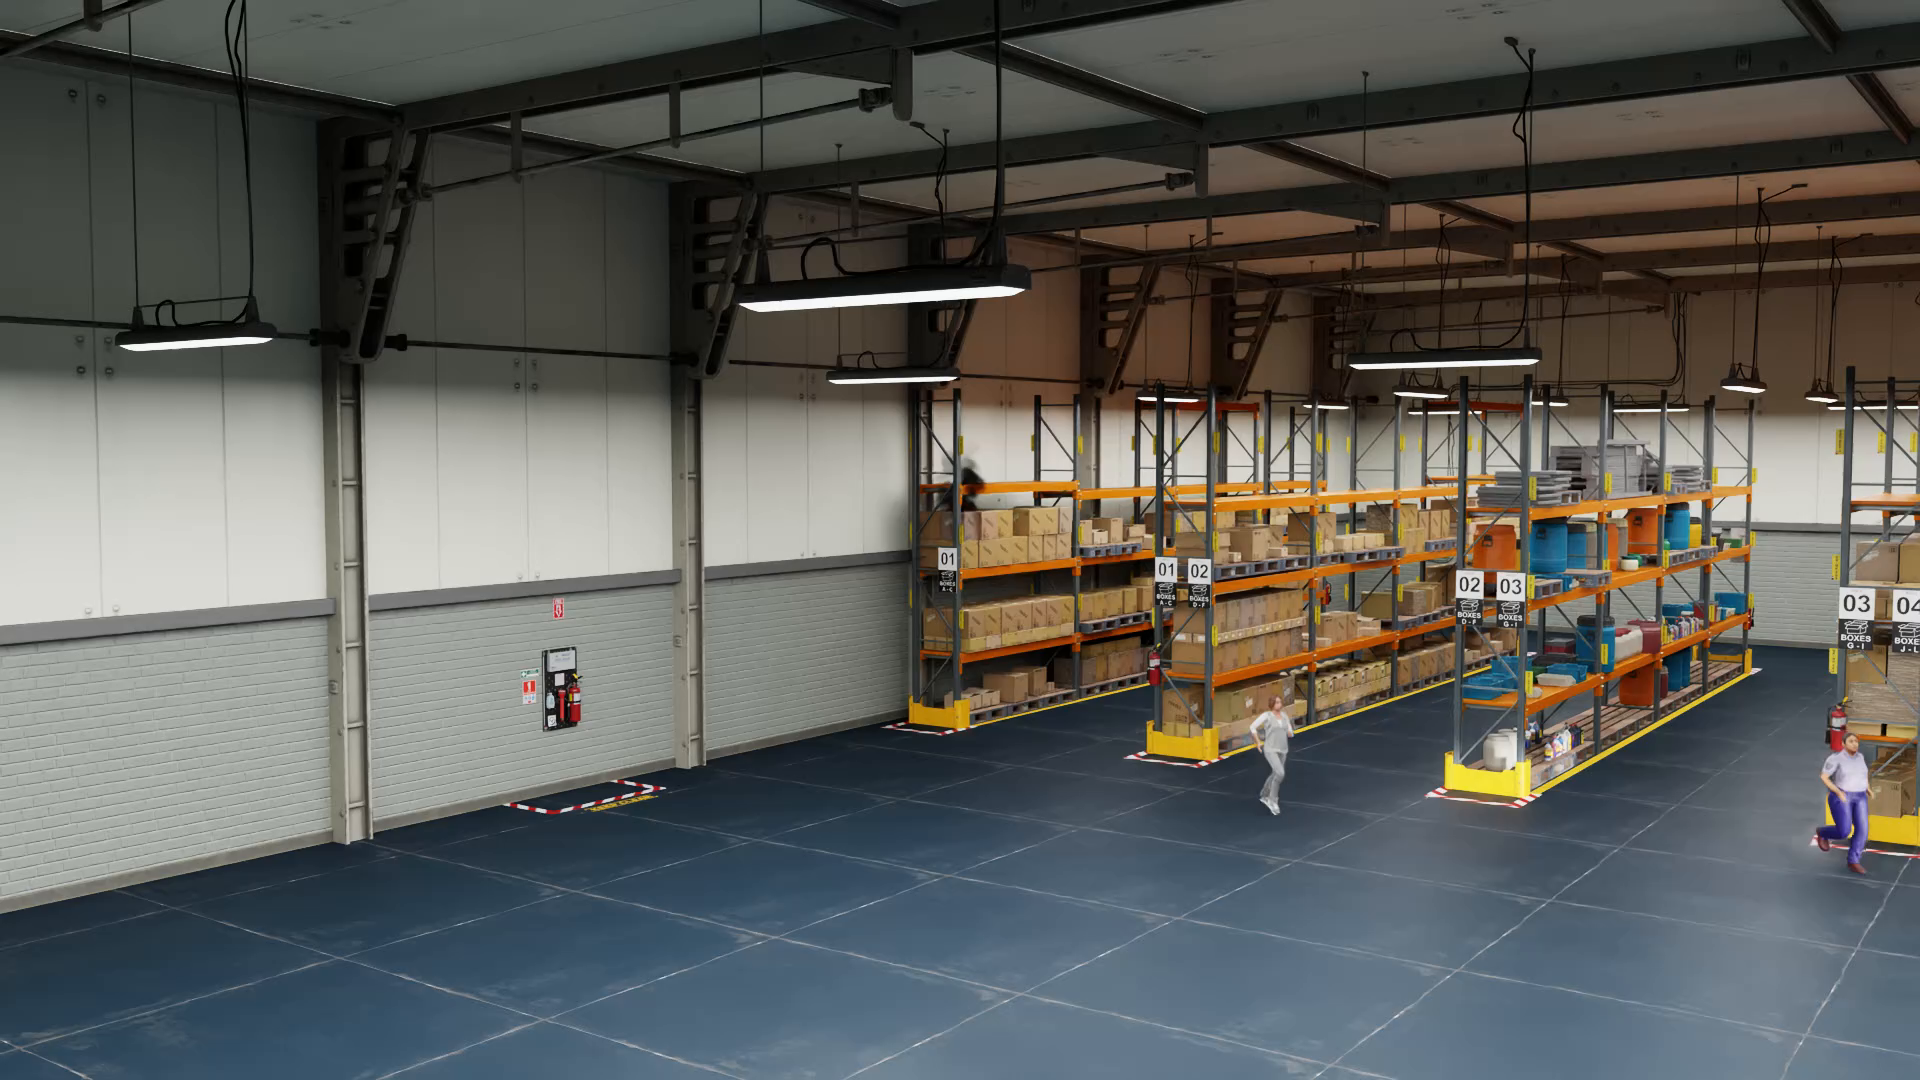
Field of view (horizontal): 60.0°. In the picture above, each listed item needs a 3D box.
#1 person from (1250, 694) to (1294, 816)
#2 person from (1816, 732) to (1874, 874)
[{"bbox_3d":[4.287,2.910,22.627,0.509,1.623,0.693,-2,4,-29],"label":"person"},{"bbox_3d":[10.516,3.090,19.724,0.615,1.609,0.716,0,3,-7],"label":"person"}]
